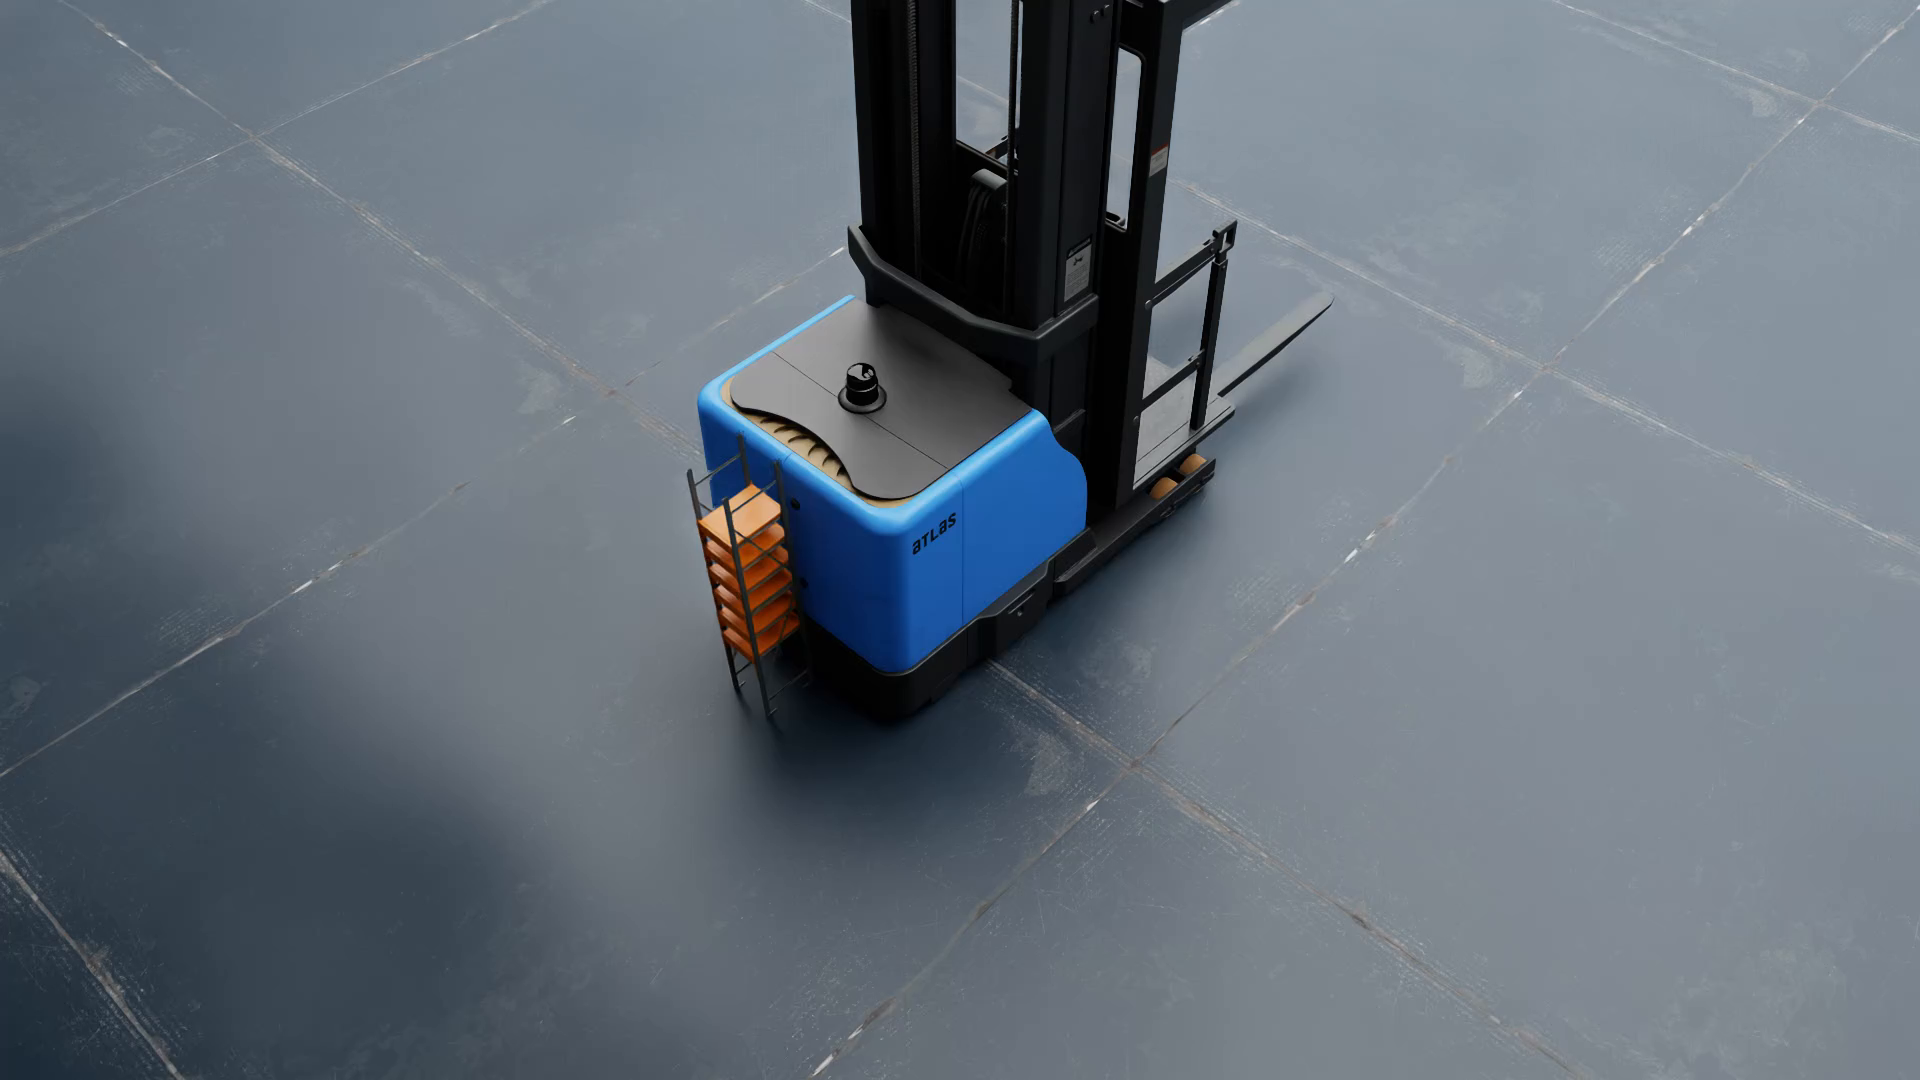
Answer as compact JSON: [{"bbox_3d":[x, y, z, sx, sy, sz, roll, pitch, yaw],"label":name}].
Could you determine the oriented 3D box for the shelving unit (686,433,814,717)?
[{"bbox_3d":[-0.725,0.155,5.882,0.189,1.200,0.258,35,59,29],"label":"shelving unit"}]

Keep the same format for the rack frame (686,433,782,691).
[{"bbox_3d":[-0.791,0.109,5.926,0.006,1.200,0.240,35,59,29],"label":"rack frame"}]

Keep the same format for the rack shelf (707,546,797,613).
[{"bbox_3d":[-0.728,0.105,5.826,0.180,0.103,0.258,35,59,29],"label":"rack shelf"}]

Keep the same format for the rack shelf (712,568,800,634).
[{"bbox_3d":[-0.724,0.184,5.915,0.180,0.103,0.258,35,59,29],"label":"rack shelf"}]

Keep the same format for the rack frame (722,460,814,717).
[{"bbox_3d":[-0.660,0.202,5.838,0.006,1.200,0.240,35,59,29],"label":"rack frame"}]

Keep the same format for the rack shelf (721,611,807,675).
[{"bbox_3d":[-0.717,0.343,6.095,0.180,0.103,0.258,35,59,29],"label":"rack shelf"}]

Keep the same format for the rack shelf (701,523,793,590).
[{"bbox_3d":[-0.731,0.026,5.736,0.180,0.103,0.258,35,59,29],"label":"rack shelf"}]

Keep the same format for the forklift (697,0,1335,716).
[{"bbox_3d":[0.429,-1.332,6.098,1.130,2.935,3.031,35,56,28],"label":"forklift"}]

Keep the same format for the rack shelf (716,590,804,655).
[{"bbox_3d":[-0.720,0.264,6.005,0.180,0.103,0.258,35,59,29],"label":"rack shelf"}]

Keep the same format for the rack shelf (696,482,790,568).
[{"bbox_3d":[-0.735,-0.054,5.646,0.180,0.103,0.258,35,59,29],"label":"rack shelf"}]
